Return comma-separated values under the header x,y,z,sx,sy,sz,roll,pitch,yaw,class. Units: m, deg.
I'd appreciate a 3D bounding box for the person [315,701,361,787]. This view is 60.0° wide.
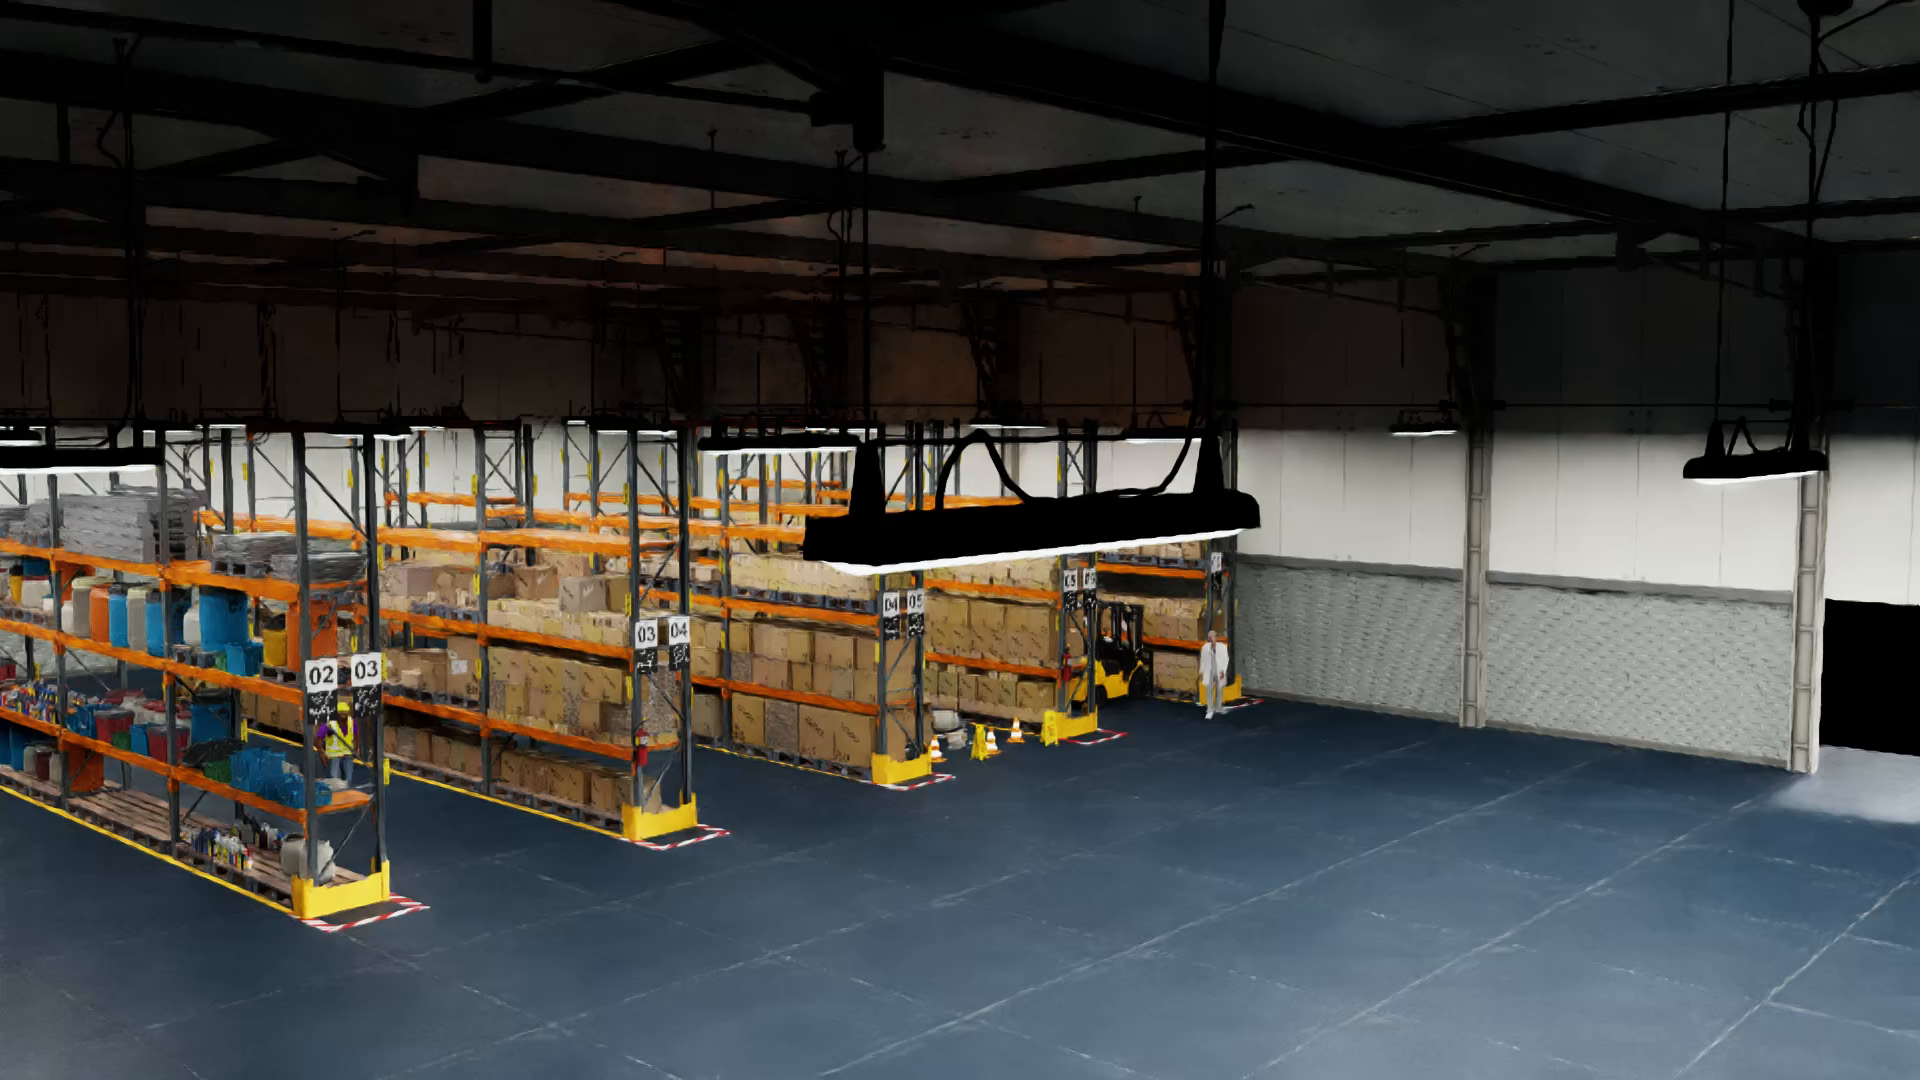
x,y,z,sx,sy,sz,roll,pitch,yaw,class
-9.697,3.361,25.975,0.578,1.714,0.719,4,6,41,person

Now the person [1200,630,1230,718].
x,y,z,sx,sy,sz,roll,pitch,yaw,class
5.158,2.700,33.678,0.601,1.771,0.767,1,5,12,person

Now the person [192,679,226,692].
x,y,z,sx,sy,sz,roll,pitch,yaw,class
-13.831,3.025,30.669,0.507,1.618,0.598,4,6,40,person
